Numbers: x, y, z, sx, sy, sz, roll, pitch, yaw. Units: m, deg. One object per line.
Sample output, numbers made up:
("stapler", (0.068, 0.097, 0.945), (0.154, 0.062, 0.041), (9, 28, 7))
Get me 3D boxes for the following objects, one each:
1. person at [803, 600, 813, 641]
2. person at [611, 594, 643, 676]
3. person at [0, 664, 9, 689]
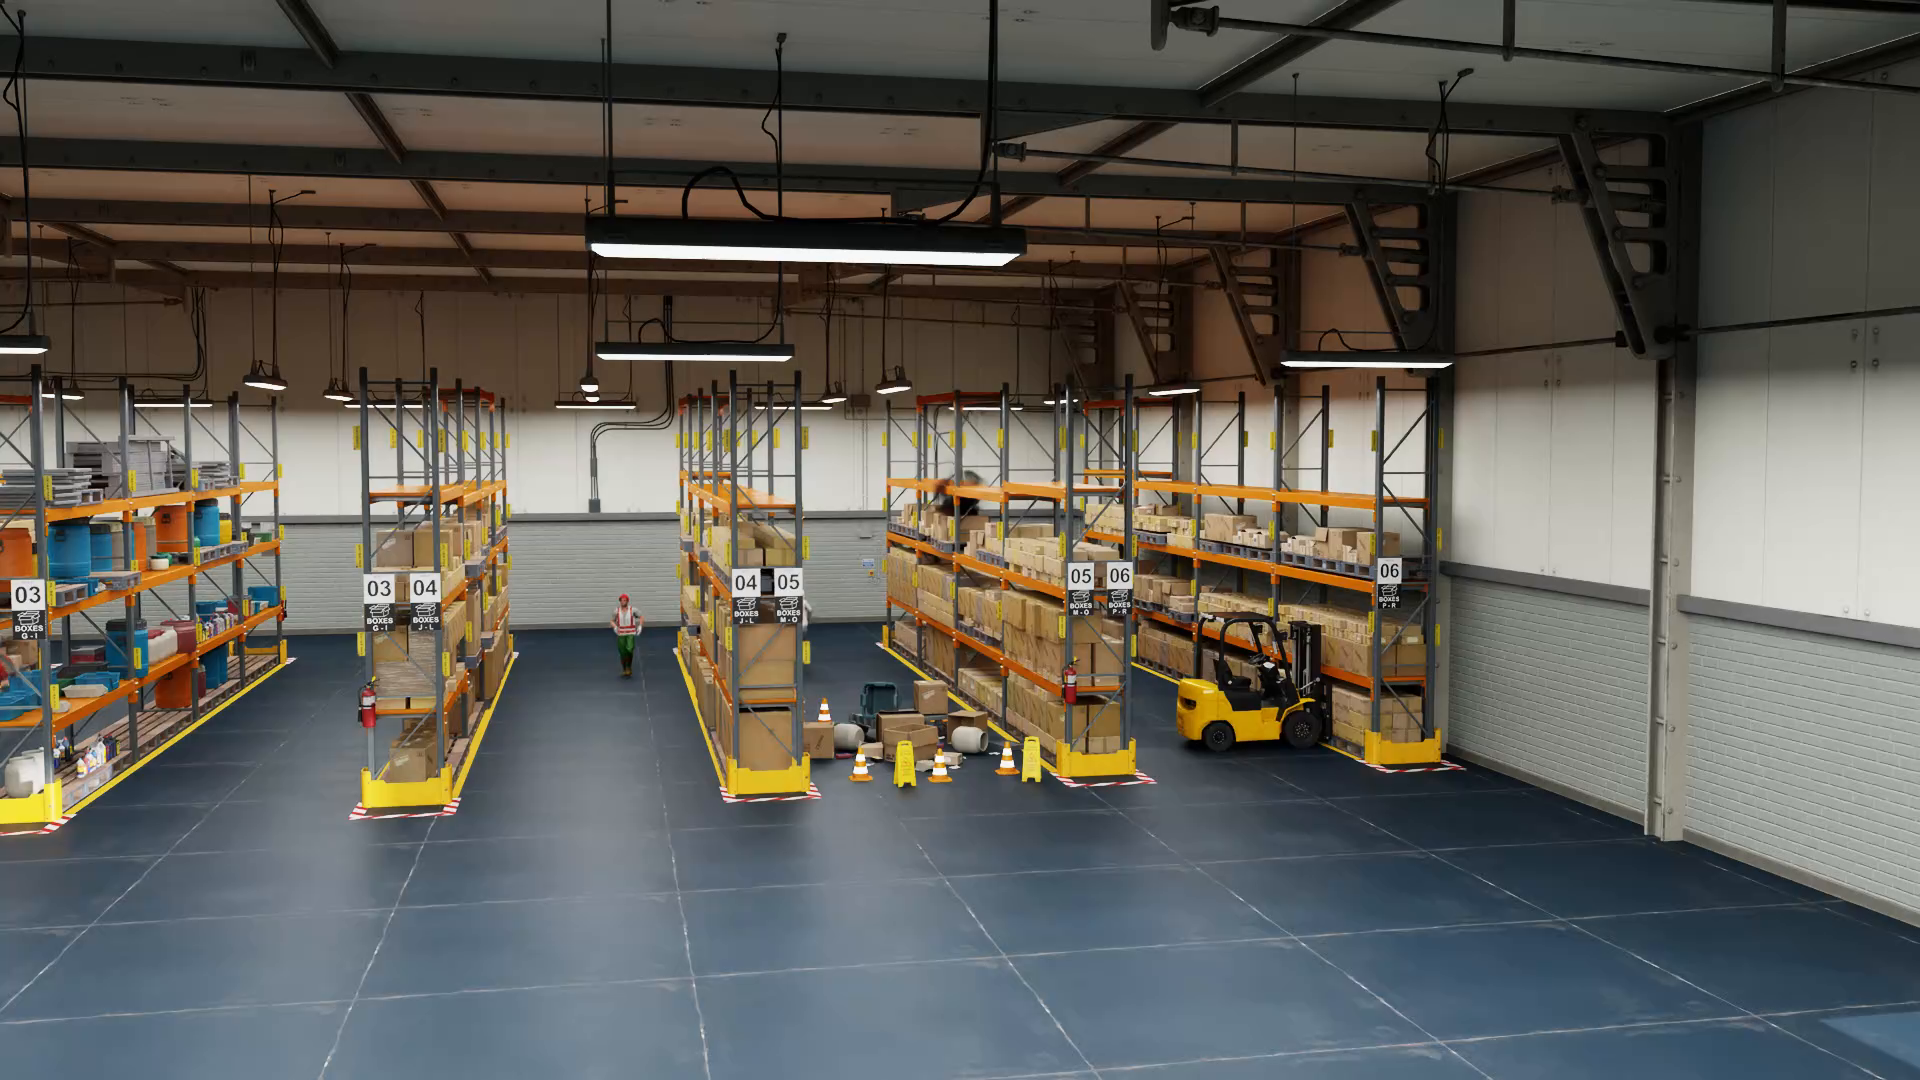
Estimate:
("person", (-3.599, 1.938, 36.823), (0.623, 1.813, 1.048), (-1, 4, -14))
("person", (-7.085, 2.019, 35.270), (0.670, 1.741, 0.616), (0, 3, -1))
("person", (-15.522, 2.576, 26.508), (0.643, 1.694, 0.602), (-2, 4, -24))
